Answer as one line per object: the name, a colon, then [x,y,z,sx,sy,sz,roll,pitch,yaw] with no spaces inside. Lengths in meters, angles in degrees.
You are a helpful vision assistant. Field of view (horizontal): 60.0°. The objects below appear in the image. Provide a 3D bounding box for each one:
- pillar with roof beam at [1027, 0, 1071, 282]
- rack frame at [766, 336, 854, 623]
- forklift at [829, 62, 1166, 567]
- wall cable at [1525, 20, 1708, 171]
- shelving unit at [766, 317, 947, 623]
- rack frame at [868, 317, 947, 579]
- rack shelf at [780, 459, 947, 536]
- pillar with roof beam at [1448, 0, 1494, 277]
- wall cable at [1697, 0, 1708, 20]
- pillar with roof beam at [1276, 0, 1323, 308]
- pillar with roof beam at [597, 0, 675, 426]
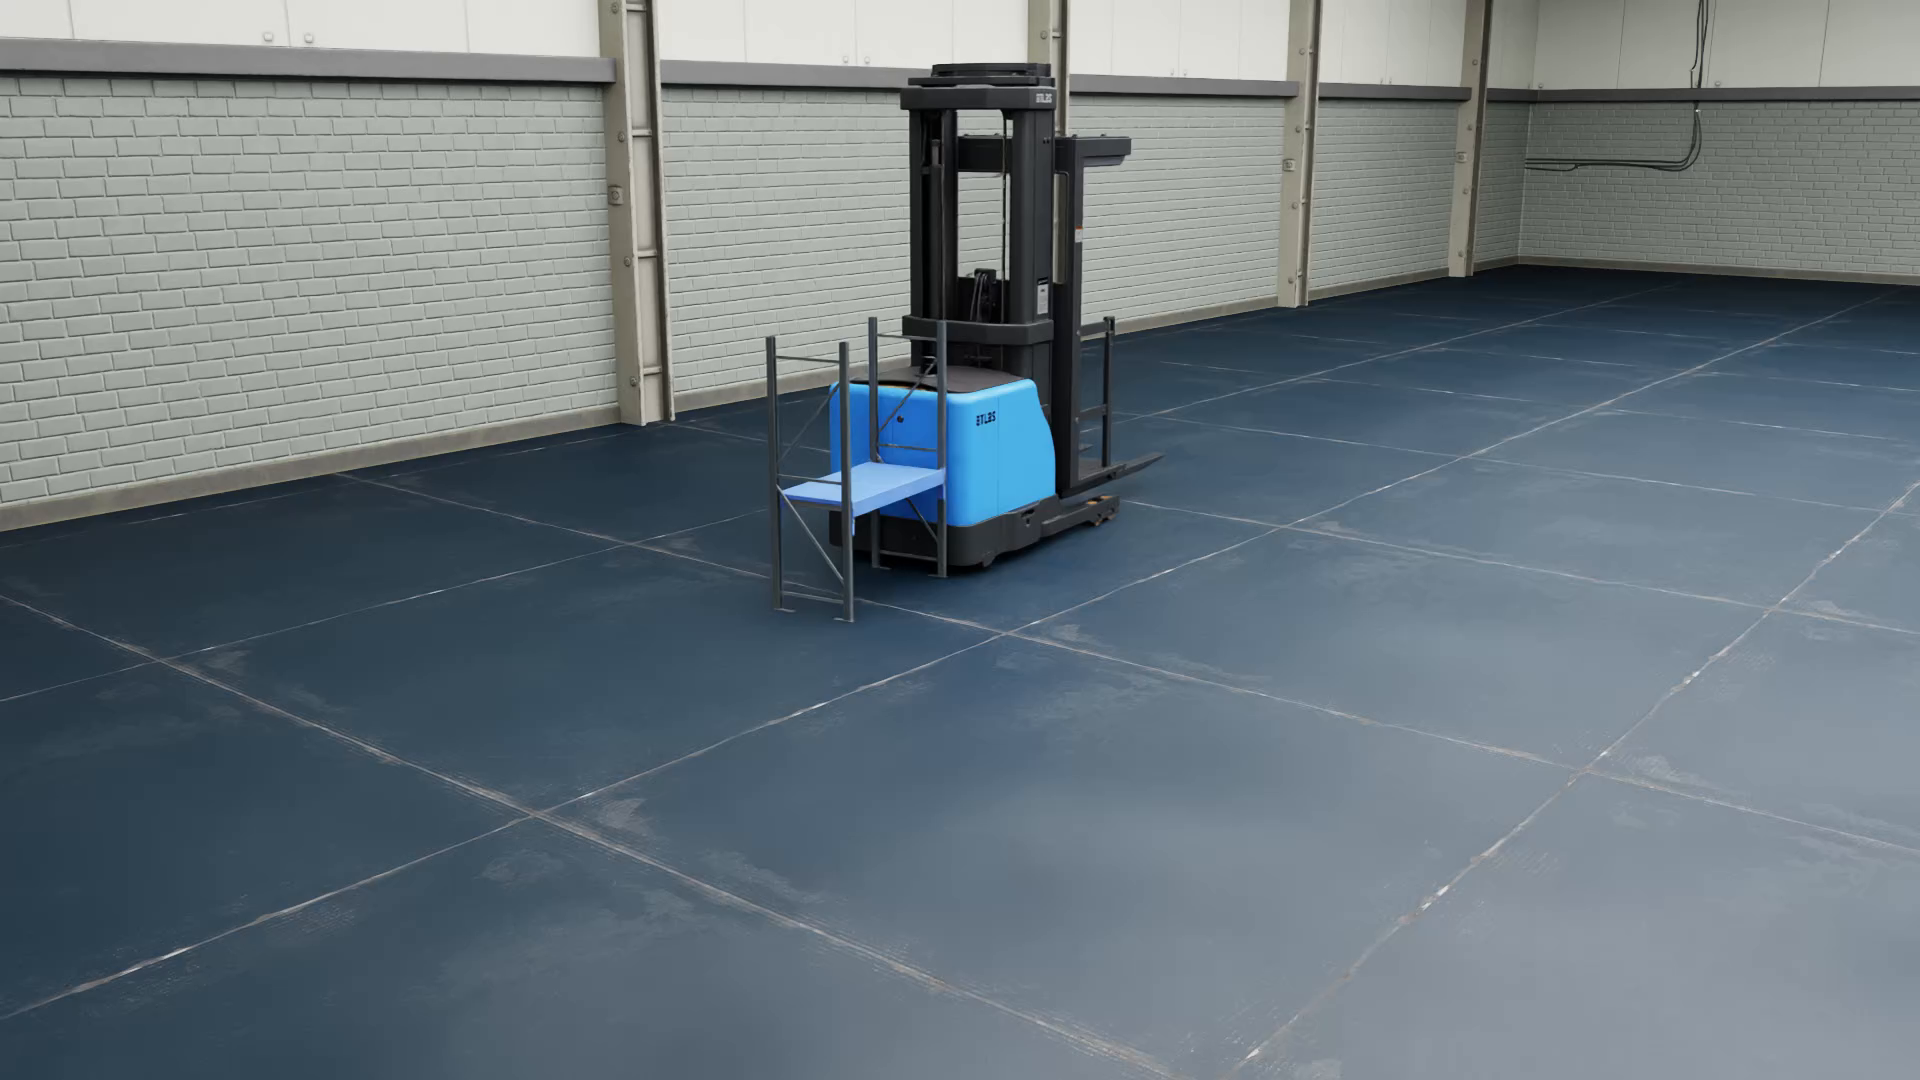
pillar with roof beam: [4.334,-5.906,15.595,9.100,9.000,0.400,11,18,38]
rack frame: [-0.795,-0.315,8.815,0.500,1.500,0.032,8,16,28]
forklift: [0.415,-1.571,10.853,1.130,2.935,3.031,9,17,32]
wall cable: [11.408,-7.725,29.062,3.097,2.526,0.112,11,18,38]
shelving unit: [-0.550,-0.424,9.247,0.538,1.500,1.048,8,16,28]
rack frame: [-0.304,-0.534,9.678,0.500,1.500,0.032,8,16,28]
rack shelf: [-0.550,-0.250,9.291,0.538,0.185,1.000,8,16,28]
pillar with roof beam: [11.876,-8.204,24.642,9.100,9.000,0.400,11,18,38]
wall cable: [13.512,-9.754,26.792,3.097,2.526,0.112,11,18,38]
pillar with roof beam: [8.105,-7.055,20.118,9.100,9.000,0.400,11,18,38]
pillar with roof beam: [0.563,-4.757,11.072,9.100,9.000,0.400,11,18,38]
